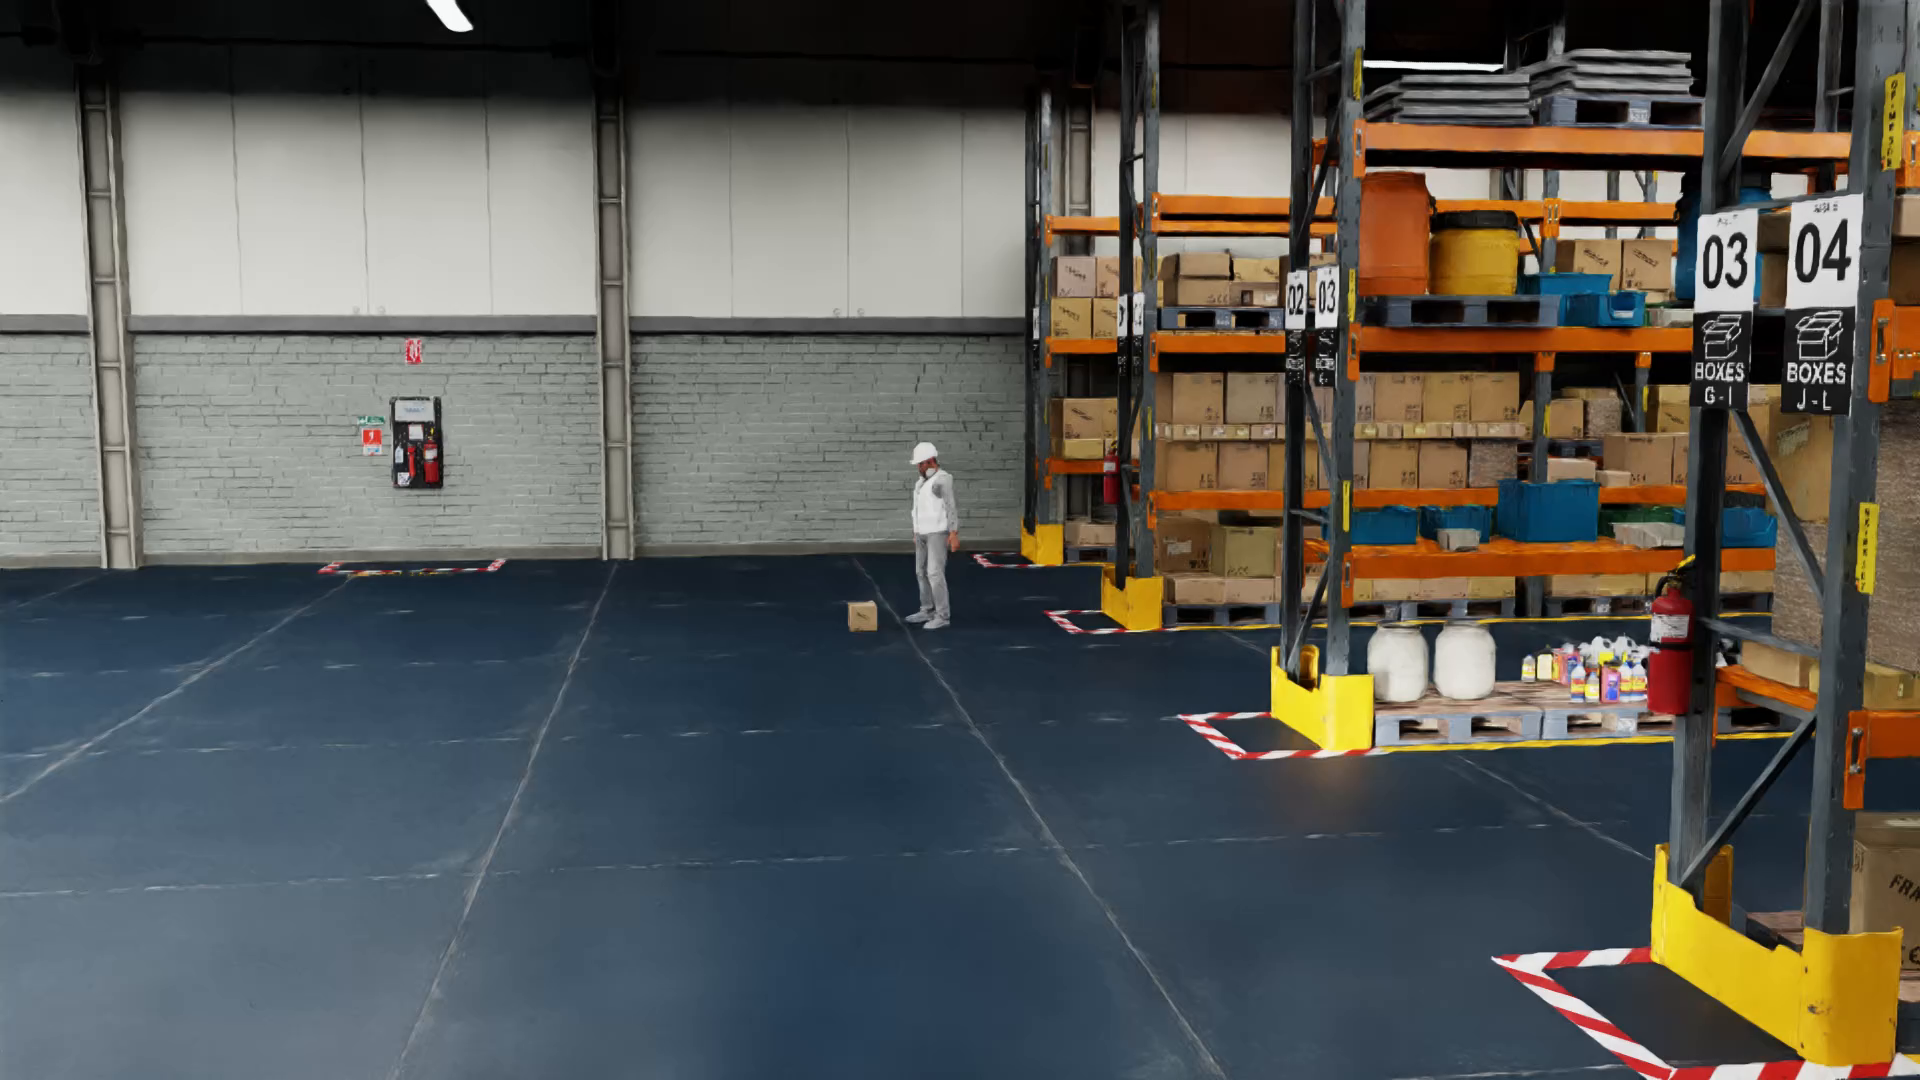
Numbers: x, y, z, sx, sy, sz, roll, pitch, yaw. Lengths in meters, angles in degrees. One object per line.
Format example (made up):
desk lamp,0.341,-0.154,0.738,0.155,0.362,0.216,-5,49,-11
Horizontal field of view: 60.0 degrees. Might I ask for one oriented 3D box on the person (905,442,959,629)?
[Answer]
person,-0.293,-0.055,15.927,0.474,1.763,0.689,-4,7,-31
